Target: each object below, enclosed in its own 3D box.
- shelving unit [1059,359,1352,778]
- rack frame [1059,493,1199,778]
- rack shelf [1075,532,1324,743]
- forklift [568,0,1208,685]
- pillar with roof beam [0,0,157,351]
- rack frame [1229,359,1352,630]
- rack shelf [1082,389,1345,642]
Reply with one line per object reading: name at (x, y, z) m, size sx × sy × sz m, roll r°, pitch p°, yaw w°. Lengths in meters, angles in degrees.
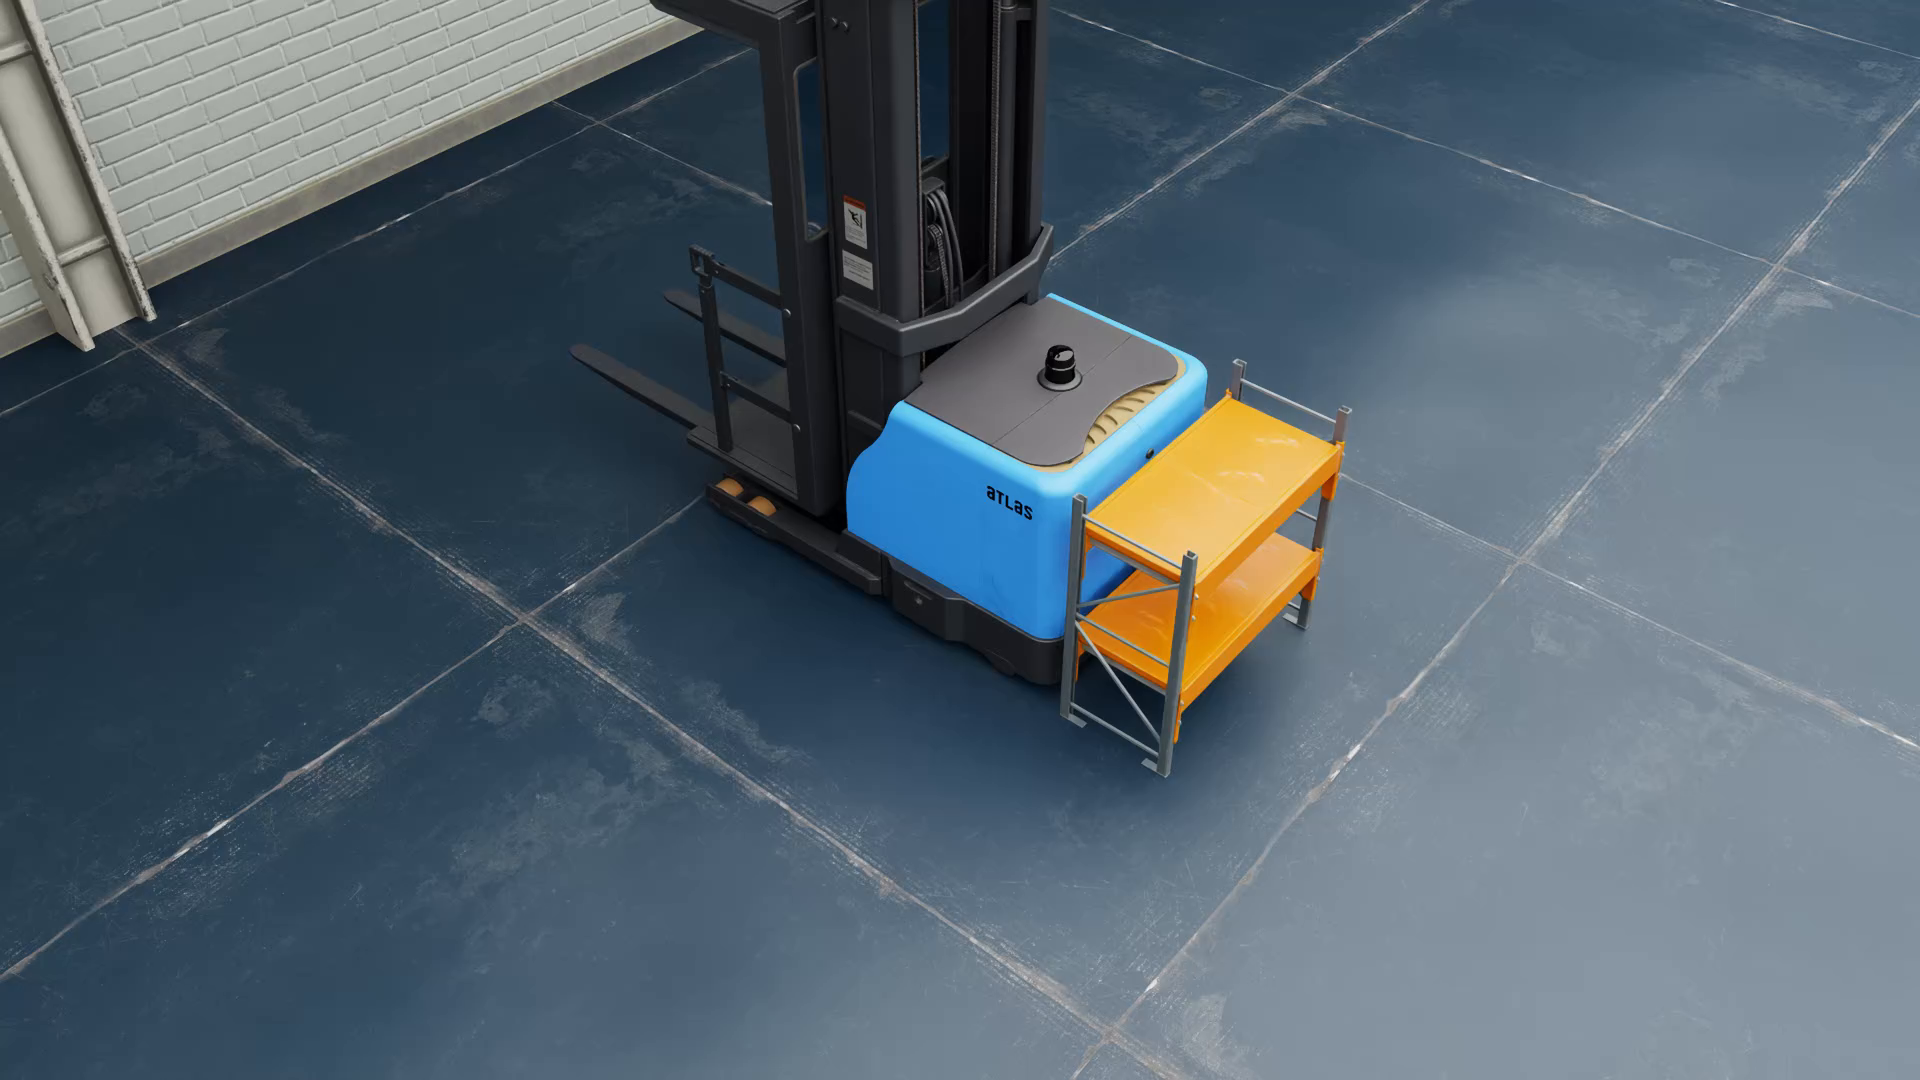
shelving unit at (0.915, 0.103, 6.301) m, size 0.538 × 1.125 × 1.048 m, roll 29°, pitch 50°, yaw 28°
rack frame at (0.591, 0.366, 6.011) m, size 0.500 × 1.125 × 0.032 m, roll 29°, pitch 50°, yaw 28°
rack shelf at (0.915, 0.284, 6.466) m, size 0.538 × 0.278 × 1.000 m, roll 29°, pitch 50°, yaw 28°
forklift at (-0.486, -1.353, 6.560) m, size 3.031 × 2.935 × 1.130 m, roll 29°, pitch 50°, yaw 28°
pillar with roof beam at (-1.053, -2.570, 3.388) m, size 9.100 × 9.000 × 0.400 m, roll 29°, pitch 50°, yaw 28°
rack frame at (1.239, -0.161, 6.591) m, size 0.500 × 1.125 × 0.032 m, roll 29°, pitch 50°, yaw 28°
rack shelf at (0.915, -0.114, 6.104) m, size 0.538 × 0.278 × 1.000 m, roll 29°, pitch 50°, yaw 28°
